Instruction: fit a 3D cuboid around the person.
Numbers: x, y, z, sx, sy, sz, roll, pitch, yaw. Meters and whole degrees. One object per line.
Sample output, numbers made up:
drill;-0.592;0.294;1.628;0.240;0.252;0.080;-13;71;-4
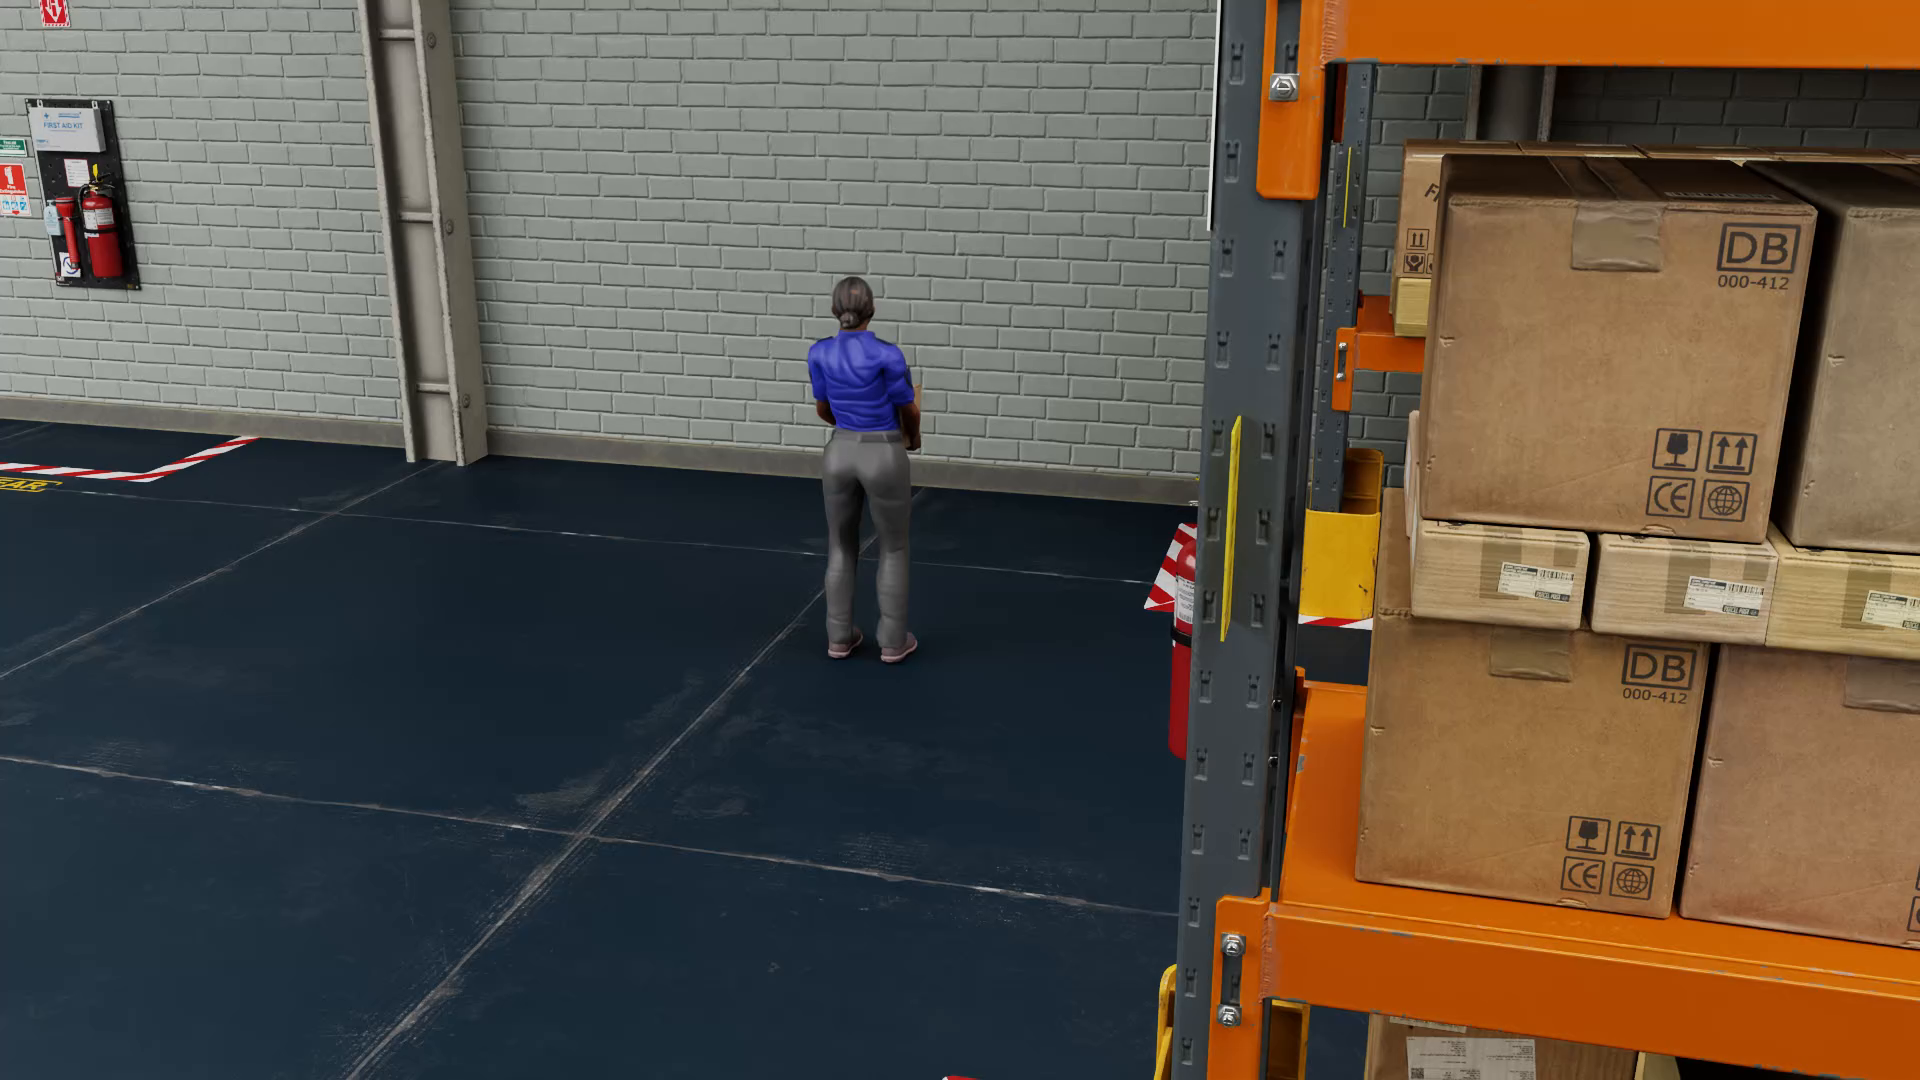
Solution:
person;-0.371;-0.347;7.013;0.444;1.575;0.517;5;19;14
